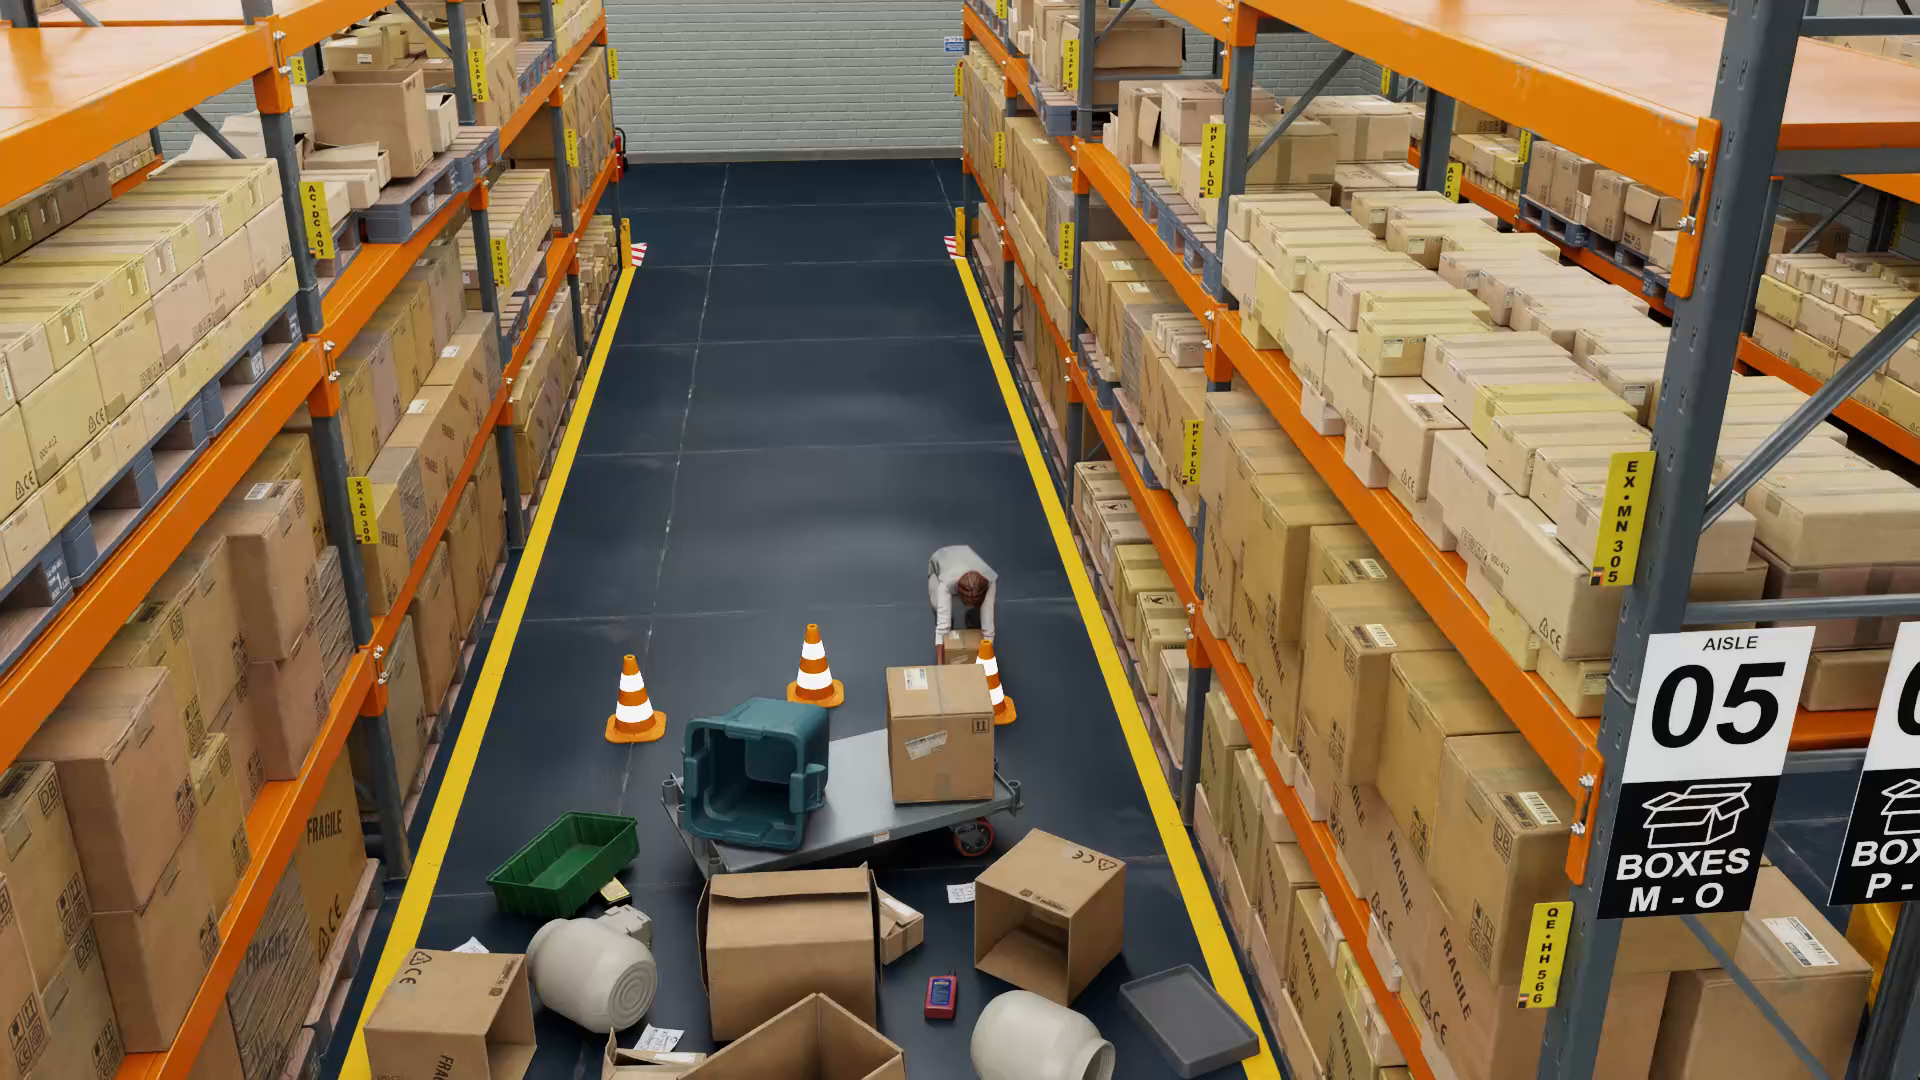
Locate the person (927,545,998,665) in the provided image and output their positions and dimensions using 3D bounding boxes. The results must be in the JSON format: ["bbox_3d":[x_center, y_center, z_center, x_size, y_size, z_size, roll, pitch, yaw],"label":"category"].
[{"bbox_3d":[0.015,0.396,10.377,0.413,0.714,0.856,-3,24,-6],"label":"person"}]
